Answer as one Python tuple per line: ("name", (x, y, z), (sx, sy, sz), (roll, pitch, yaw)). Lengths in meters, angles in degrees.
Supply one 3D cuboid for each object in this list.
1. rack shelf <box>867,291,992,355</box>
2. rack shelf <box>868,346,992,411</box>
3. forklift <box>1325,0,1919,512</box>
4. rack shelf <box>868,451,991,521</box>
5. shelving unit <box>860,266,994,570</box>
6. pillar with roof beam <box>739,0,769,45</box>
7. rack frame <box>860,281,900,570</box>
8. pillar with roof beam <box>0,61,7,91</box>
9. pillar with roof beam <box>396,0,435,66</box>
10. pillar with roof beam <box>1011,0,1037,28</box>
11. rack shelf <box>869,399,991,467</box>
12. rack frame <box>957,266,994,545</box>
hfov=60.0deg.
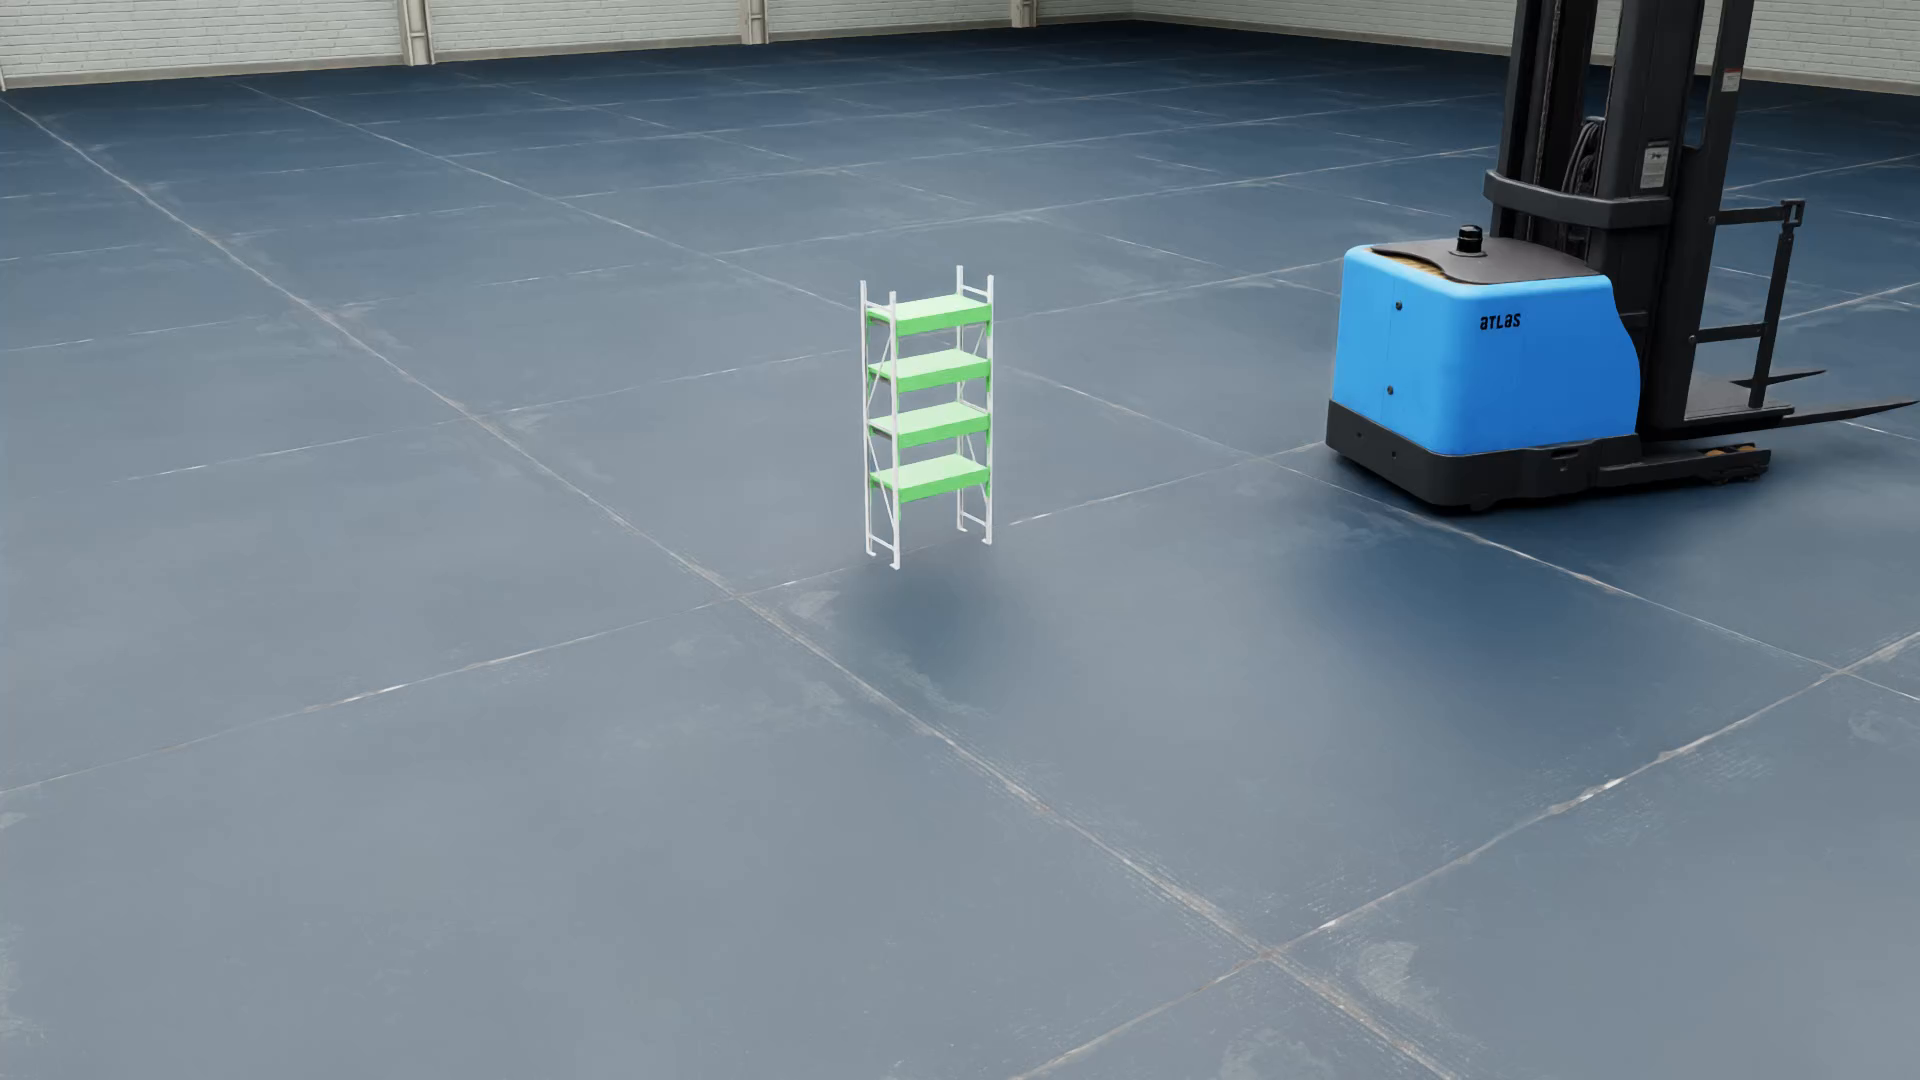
("rack shelf", (-0.134, -0.908, 6.930), (0.480, 0.148, 0.258), (-15, 26, -33))
("rack shelf", (-0.134, -0.685, 7.019), (0.480, 0.148, 0.258), (-15, 26, -33))
("forklift", (3.426, -1.807, 7.970), (3.031, 2.935, 1.130), (-7, 23, -18))
("rack shelf", (-0.134, -0.239, 7.197), (0.480, 0.148, 0.258), (-15, 26, -33))
("shelving unit", (-0.134, -0.521, 7.084), (0.503, 1.200, 0.258), (-15, 26, -33))
("pillar with roof beam", (-1.109, -11.660, 24.475), (0.400, 9.000, 9.100), (-15, 26, -33))
("rack frame", (-0.332, -0.469, 6.952), (0.015, 1.200, 0.240), (-15, 26, -33))
("pillar with roof beam", (-10.850, -9.063, 17.966), (0.400, 9.000, 9.100), (-15, 26, -33))
("pillar with roof beam", (-5.980, -10.361, 21.220), (0.400, 9.000, 9.100), (-15, 26, -33))
("pillar with roof beam", (3.761, -12.959, 27.730), (0.400, 9.000, 9.100), (-15, 26, -33))
("rack shelf", (-0.134, -0.462, 7.108), (0.480, 0.148, 0.258), (-15, 26, -33))
("rack frame", (0.064, -0.574, 7.217), (0.015, 1.200, 0.240), (-15, 26, -33))
